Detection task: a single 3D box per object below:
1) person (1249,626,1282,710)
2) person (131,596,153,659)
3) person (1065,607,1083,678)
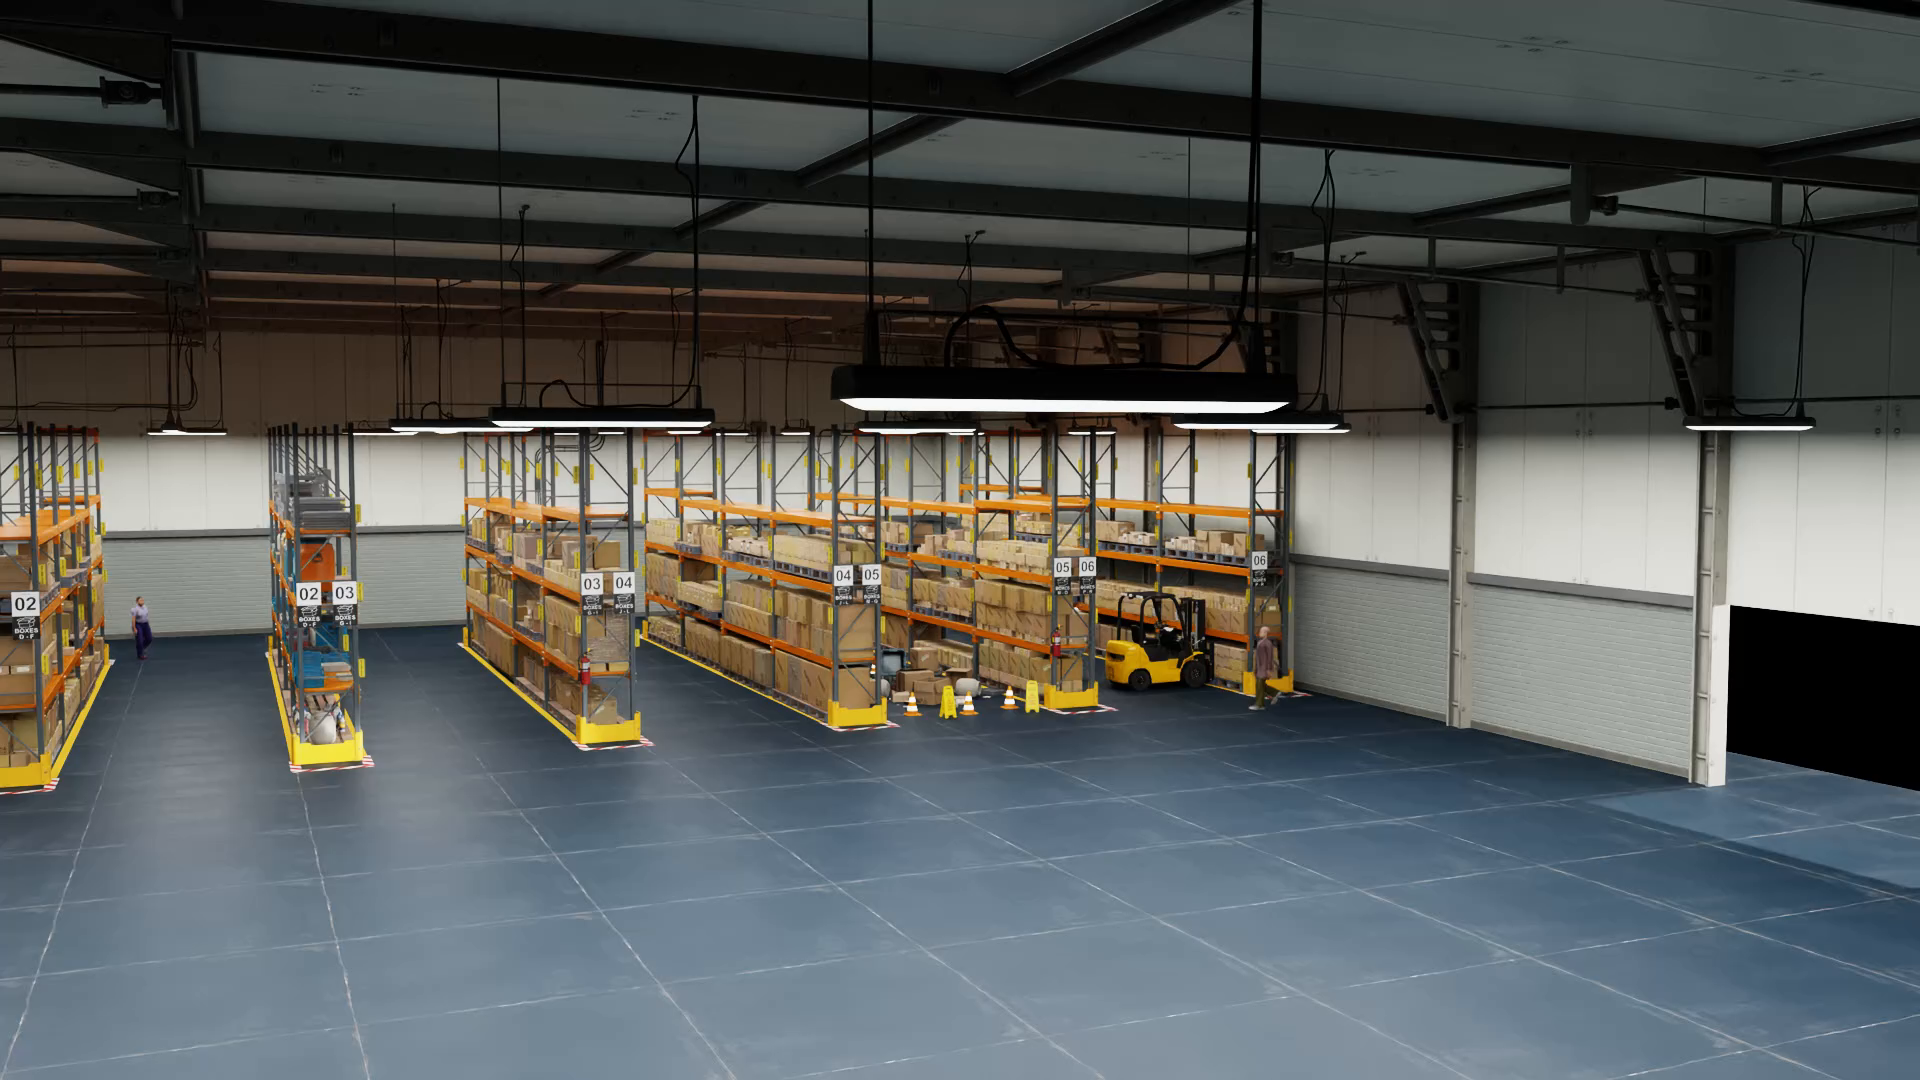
[{"bbox_3d":[6.455,2.690,35.018,0.881,1.755,0.578,-1,4,-20],"label":"person"},{"bbox_3d":[-21.250,2.262,43.054,0.497,1.639,0.531,2,4,28],"label":"person"},{"bbox_3d":[2.746,2.453,40.017,0.686,1.666,0.775,-2,4,-23],"label":"person"}]
